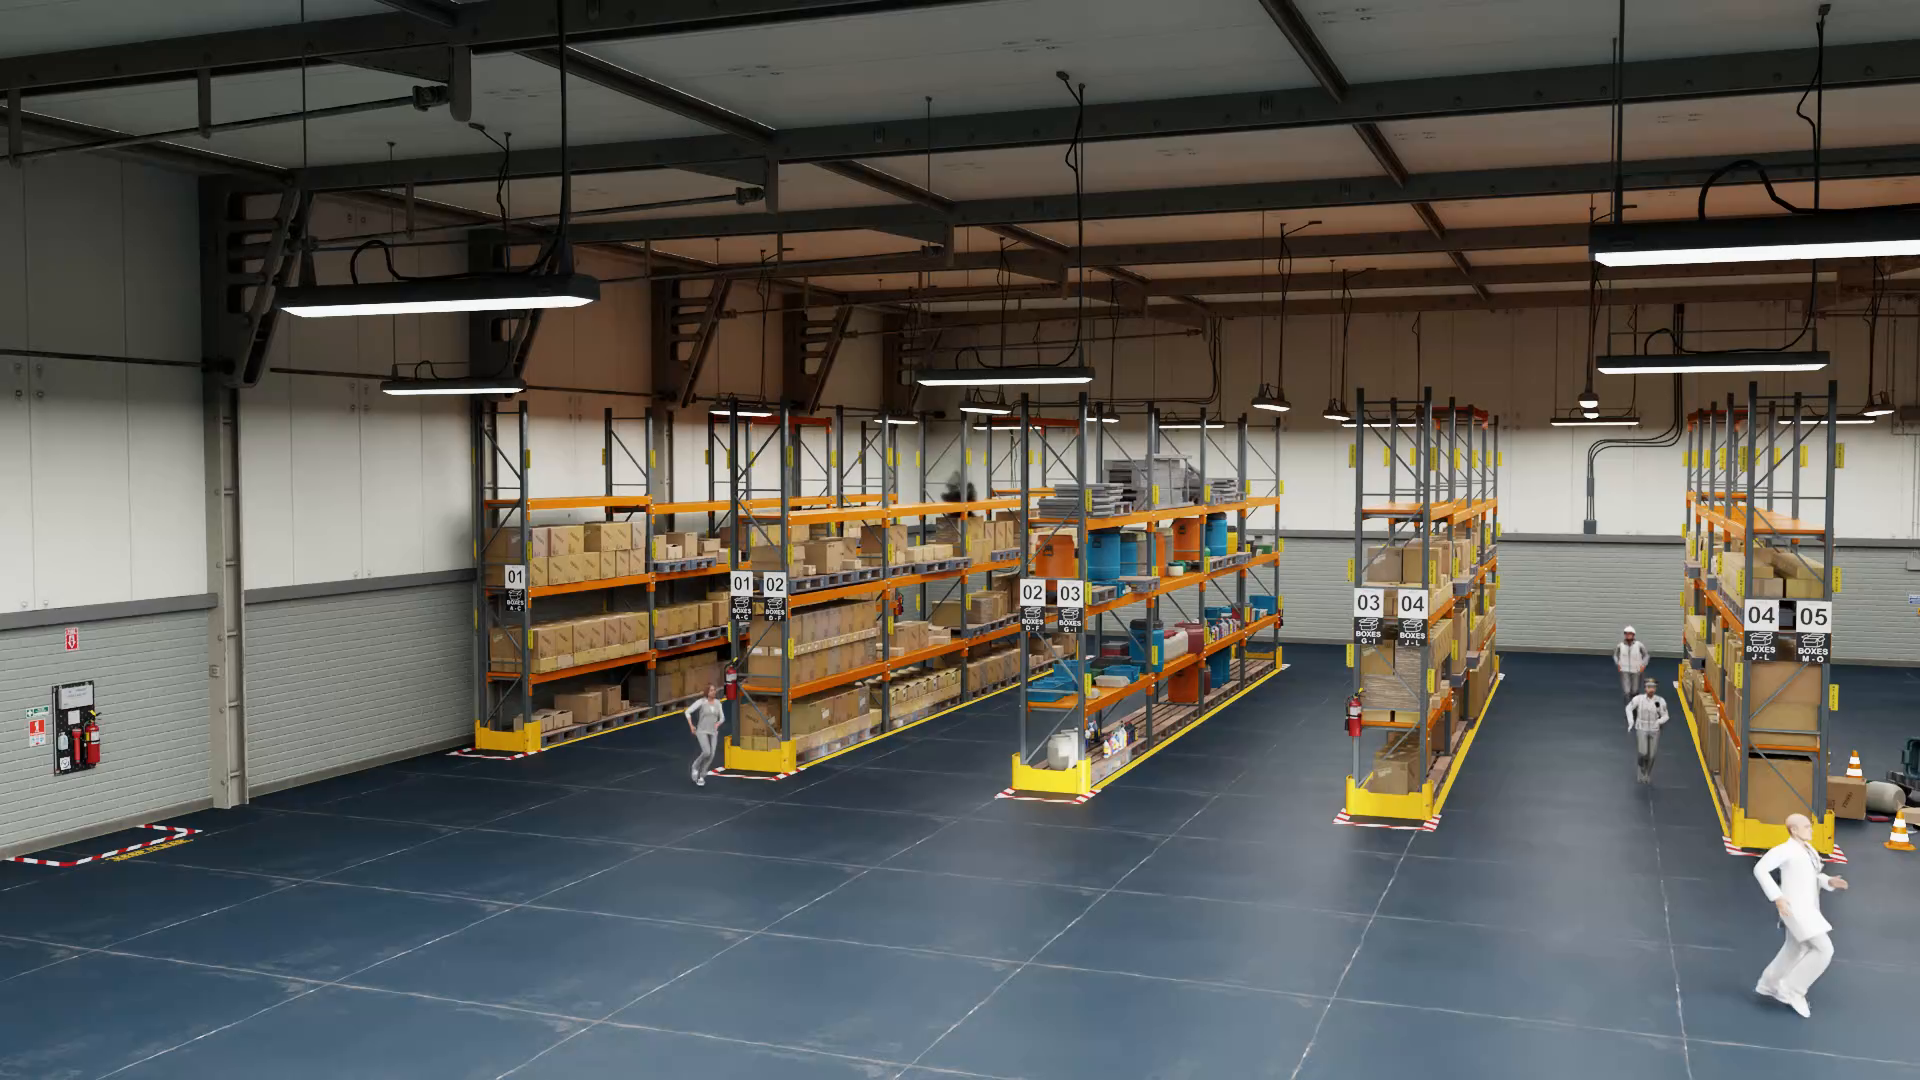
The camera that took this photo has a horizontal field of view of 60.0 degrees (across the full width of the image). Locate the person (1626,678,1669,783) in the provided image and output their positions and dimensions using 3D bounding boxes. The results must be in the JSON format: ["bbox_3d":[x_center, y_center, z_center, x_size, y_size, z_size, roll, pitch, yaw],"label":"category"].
[{"bbox_3d":[10.521,2.921,25.441,0.574,1.647,0.700,1,3,14],"label":"person"}]

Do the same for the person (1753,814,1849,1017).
[{"bbox_3d":[7.621,3.385,15.049,0.752,1.800,0.673,3,4,43],"label":"person"}]

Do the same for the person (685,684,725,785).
[{"bbox_3d":[-3.867,2.989,25.539,0.560,1.546,0.489,-2,4,-39],"label":"person"}]

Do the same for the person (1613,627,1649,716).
[{"bbox_3d":[13.100,2.562,32.490,0.663,1.739,0.540,1,3,26],"label":"person"}]

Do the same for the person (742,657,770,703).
[{"bbox_3d":[-3.639,2.661,30.112,0.709,1.742,0.737,1,3,20],"label":"person"}]
